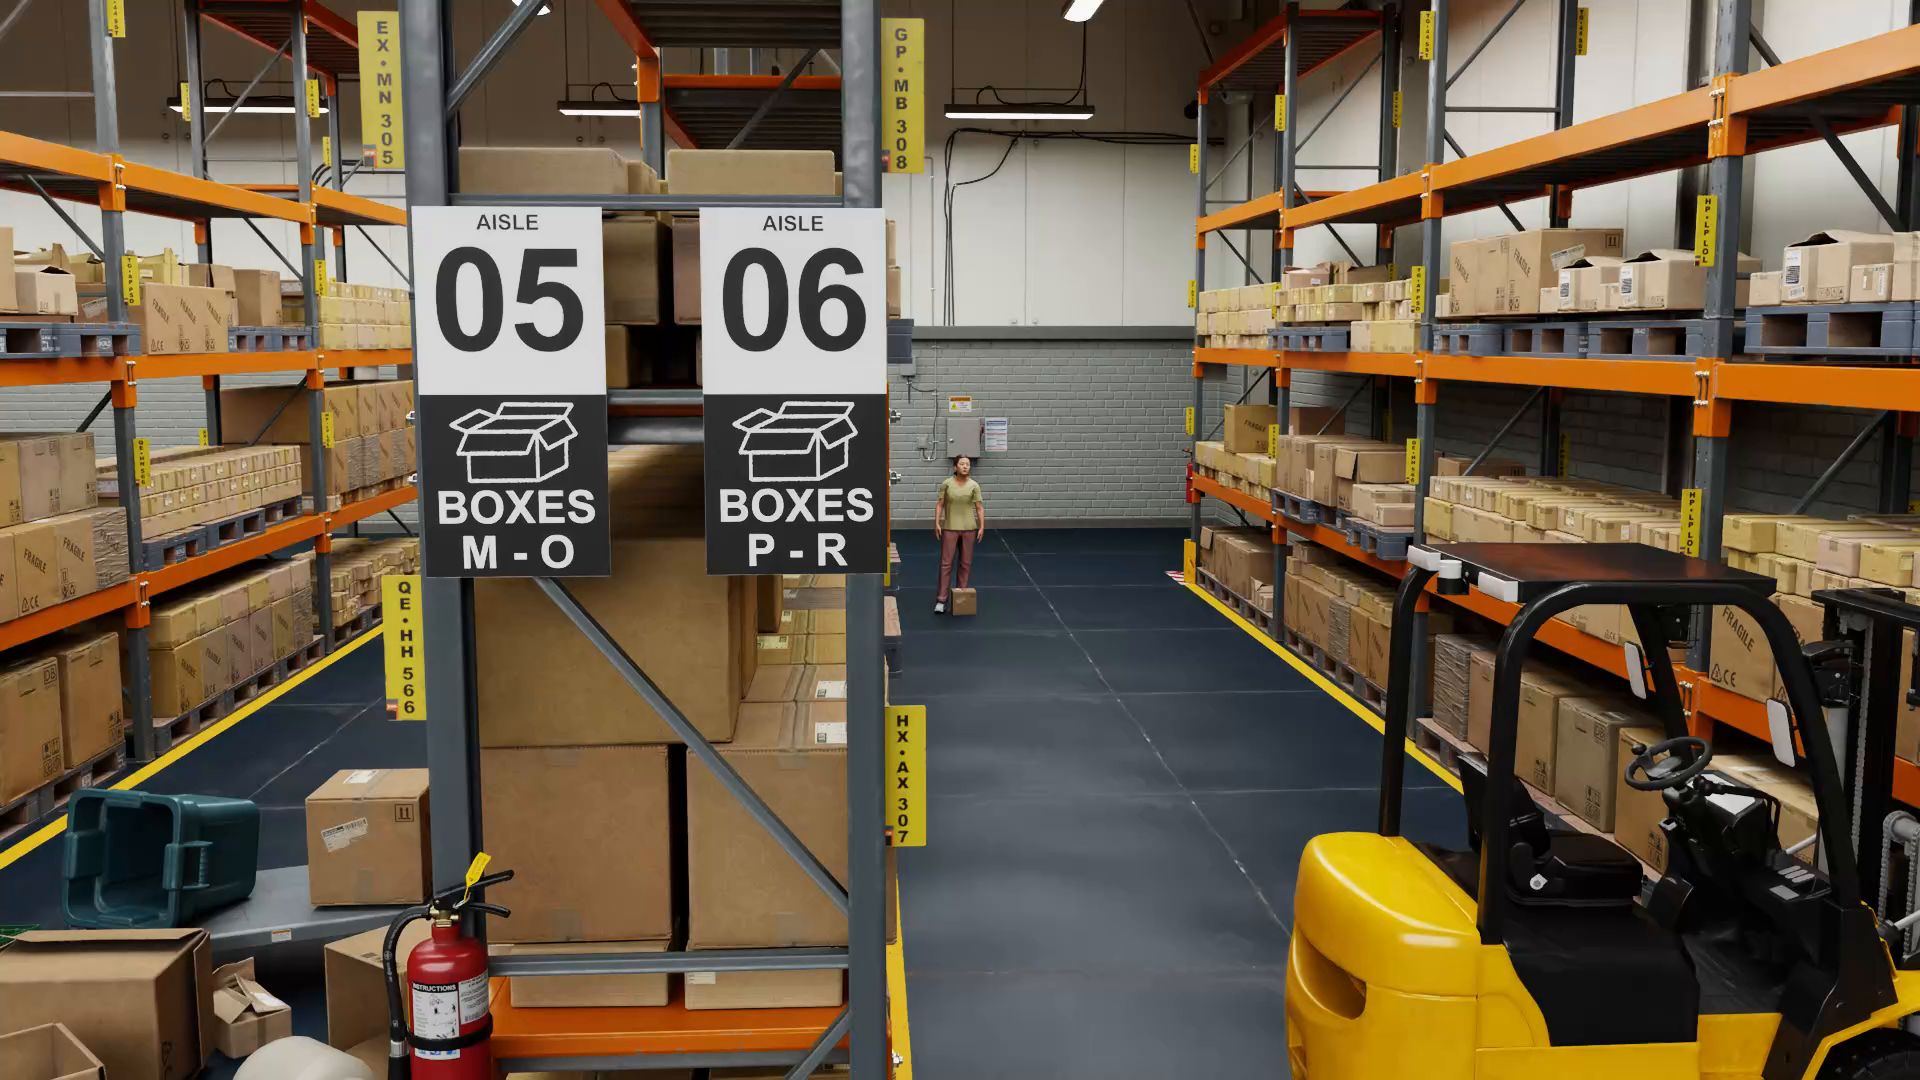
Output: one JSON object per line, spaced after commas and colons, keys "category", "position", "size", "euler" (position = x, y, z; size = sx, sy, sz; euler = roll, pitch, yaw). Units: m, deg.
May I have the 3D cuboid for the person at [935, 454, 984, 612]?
{"category": "person", "position": [-0.008, -0.084, 17.868], "size": [0.554, 1.673, 0.547], "euler": [0, 7, -4]}
